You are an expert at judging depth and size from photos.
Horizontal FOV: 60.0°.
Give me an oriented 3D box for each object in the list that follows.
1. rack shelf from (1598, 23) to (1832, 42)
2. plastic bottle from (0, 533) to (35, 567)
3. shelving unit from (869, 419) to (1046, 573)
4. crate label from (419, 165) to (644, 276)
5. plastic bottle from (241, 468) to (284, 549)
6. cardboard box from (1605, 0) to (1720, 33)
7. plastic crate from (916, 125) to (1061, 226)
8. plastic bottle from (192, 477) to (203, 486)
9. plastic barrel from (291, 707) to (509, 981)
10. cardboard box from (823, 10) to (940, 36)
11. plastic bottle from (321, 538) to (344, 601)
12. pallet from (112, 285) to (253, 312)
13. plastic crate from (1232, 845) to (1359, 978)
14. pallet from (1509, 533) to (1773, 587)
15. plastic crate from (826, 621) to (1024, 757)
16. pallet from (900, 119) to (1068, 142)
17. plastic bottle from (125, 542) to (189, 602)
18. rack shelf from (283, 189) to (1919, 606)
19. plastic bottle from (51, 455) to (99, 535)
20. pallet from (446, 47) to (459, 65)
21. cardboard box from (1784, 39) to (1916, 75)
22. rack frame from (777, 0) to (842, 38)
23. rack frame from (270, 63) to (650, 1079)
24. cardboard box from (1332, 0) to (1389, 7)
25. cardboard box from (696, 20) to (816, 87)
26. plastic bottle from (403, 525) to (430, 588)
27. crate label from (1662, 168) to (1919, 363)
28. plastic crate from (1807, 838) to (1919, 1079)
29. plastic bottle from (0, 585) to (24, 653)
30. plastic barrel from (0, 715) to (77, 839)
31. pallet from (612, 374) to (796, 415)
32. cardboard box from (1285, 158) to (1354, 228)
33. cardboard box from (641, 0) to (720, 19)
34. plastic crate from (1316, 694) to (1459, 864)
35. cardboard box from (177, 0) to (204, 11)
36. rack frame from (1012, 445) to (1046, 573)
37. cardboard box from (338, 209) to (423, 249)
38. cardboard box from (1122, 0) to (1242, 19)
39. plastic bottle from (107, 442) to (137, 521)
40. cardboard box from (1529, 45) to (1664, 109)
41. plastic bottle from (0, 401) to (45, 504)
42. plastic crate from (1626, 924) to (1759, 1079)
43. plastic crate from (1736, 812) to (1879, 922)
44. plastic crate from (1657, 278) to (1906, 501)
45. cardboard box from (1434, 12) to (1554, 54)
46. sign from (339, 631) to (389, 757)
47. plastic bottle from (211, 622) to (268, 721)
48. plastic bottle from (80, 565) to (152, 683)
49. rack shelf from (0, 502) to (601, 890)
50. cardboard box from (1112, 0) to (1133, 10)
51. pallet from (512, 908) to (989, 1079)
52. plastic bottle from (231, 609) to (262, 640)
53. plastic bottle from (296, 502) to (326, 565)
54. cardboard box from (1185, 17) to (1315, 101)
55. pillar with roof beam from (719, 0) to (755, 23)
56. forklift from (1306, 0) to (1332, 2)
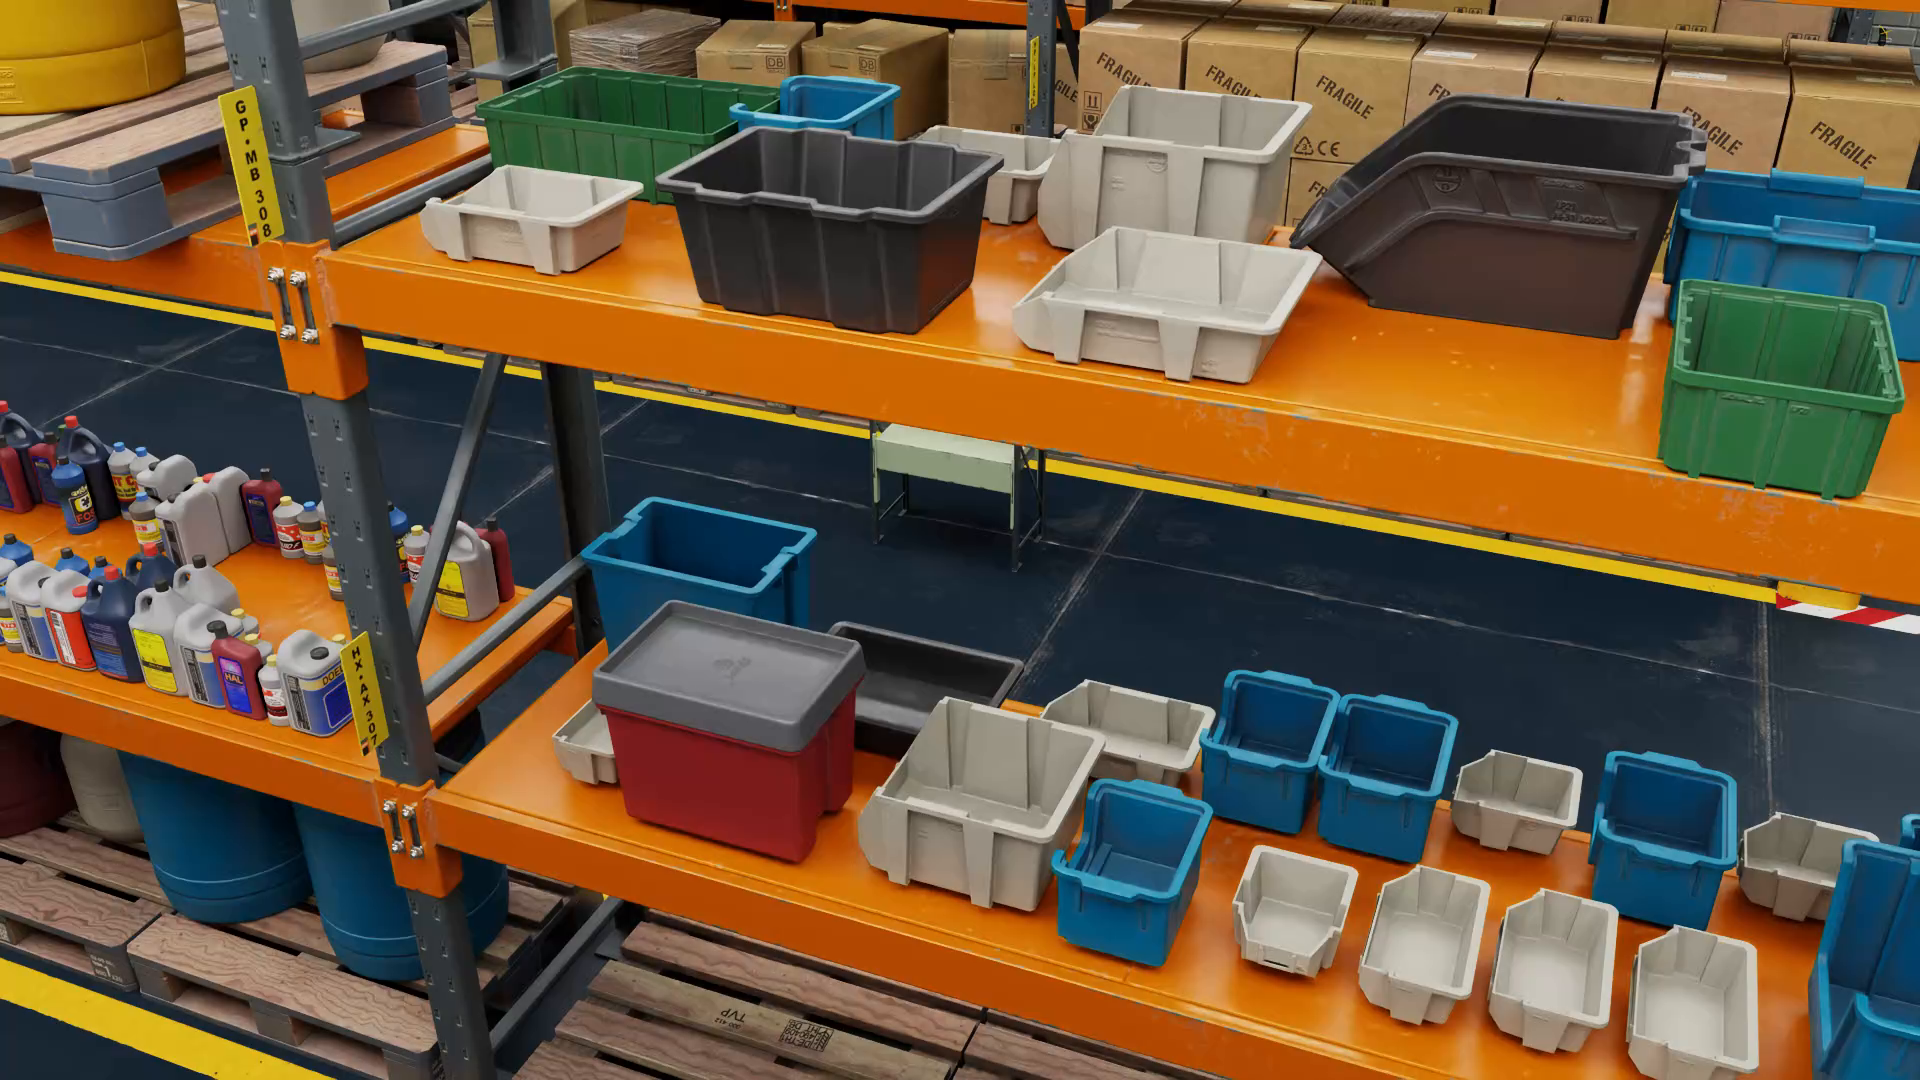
[{"bbox_3d":[4.274,-3.571,12.251,4.000,0.370,1.077,11,31,19],"label":"rack shelf"},{"bbox_3d":[-2.906,0.105,5.147,0.097,0.271,0.097,0,29,0],"label":"plastic bottle"},{"bbox_3d":[-0.006,-0.654,7.883,0.755,1.500,0.431,11,31,19],"label":"shelving unit"},{"bbox_3d":[-0.959,-0.706,3.670,0.466,0.136,0.293,11,31,19],"label":"crate label"},{"bbox_3d":[-2.306,-0.113,5.520,0.133,0.283,0.061,11,31,19],"label":"plastic bottle"},{"bbox_3d":[4.973,-3.864,11.733,0.700,0.700,0.980,11,31,19],"label":"cardboard box"},{"bbox_3d":[0.018,-0.866,3.954,0.466,0.136,0.293,11,31,19],"label":"plastic crate"},{"bbox_3d":[-2.544,-0.115,5.607,0.097,0.201,0.097,0,29,0],"label":"plastic bottle"},{"bbox_3d":[-1.801,0.885,5.341,0.708,0.901,0.600,11,31,19],"label":"plastic barrel"},{"bbox_3d":[-0.653,-4.045,14.117,0.750,0.750,0.750,11,31,18],"label":"cardboard box"},{"bbox_3d":[-1.958,0.083,5.257,0.097,0.201,0.097,0,29,0],"label":"plastic bottle"},{"bbox_3d":[-5.019,-1.917,11.428,1.213,0.211,1.003,11,31,19],"label":"pallet"},{"bbox_3d":[0.767,0.876,3.858,0.250,0.136,0.298,11,31,19],"label":"plastic crate"},{"bbox_3d":[3.459,-0.202,8.393,1.213,0.211,1.003,11,31,19],"label":"pallet"},{"bbox_3d":[-0.165,0.441,4.640,0.590,0.125,0.437,11,31,19],"label":"plastic crate"},{"bbox_3d":[-0.137,-2.109,9.128,1.213,0.211,1.003,11,31,19],"label":"pallet"},{"bbox_3d":[-2.396,0.164,4.962,0.185,0.351,0.144,11,31,19],"label":"plastic bottle"},{"bbox_3d":[0.550,-0.360,3.521,4.000,0.370,1.077,11,31,19],"label":"rack shelf"},{"bbox_3d":[-2.994,-0.159,5.613,0.097,0.271,0.097,0,29,0],"label":"plastic bottle"},{"bbox_3d":[-5.628,-4.628,16.224,1.213,0.211,1.003,11,31,19],"label":"pallet"},{"bbox_3d":[3.957,-1.936,7.509,0.500,0.500,0.500,12,32,21],"label":"cardboard box"},{"bbox_3d":[-1.285,-4.994,14.037,0.127,3.000,1.000,11,31,19],"label":"rack frame"},{"bbox_3d":[-1.304,0.263,4.736,0.127,3.000,1.000,11,31,19],"label":"rack frame"},{"bbox_3d":[2.918,-4.277,12.464,0.700,0.700,0.980,12,32,20],"label":"cardboard box"},{"bbox_3d":[-1.098,-2.520,9.131,0.500,0.500,0.700,4,30,6],"label":"cardboard box"},{"bbox_3d":[-1.720,0.049,5.316,0.097,0.201,0.097,0,29,0],"label":"plastic bottle"},{"bbox_3d":[1.669,-0.556,3.288,0.502,0.251,0.408,11,31,19],"label":"crate label"},{"bbox_3d":[2.022,0.985,3.363,0.499,0.435,0.616,11,31,19],"label":"plastic crate"},{"bbox_3d":[-2.839,0.229,4.998,0.097,0.201,0.097,0,29,0],"label":"plastic bottle"},{"bbox_3d":[-3.504,0.682,6.020,0.708,0.588,0.600,11,31,19],"label":"plastic barrel"},{"bbox_3d":[-1.340,-1.139,10.051,1.213,0.211,1.003,11,31,19],"label":"pallet"},{"bbox_3d":[1.870,-1.633,7.989,0.500,0.500,0.500,11,31,19],"label":"cardboard box"},{"bbox_3d":[-2.477,-4.667,14.790,0.500,0.250,0.500,12,32,20],"label":"cardboard box"},{"bbox_3d":[1.078,0.610,4.231,0.300,0.233,0.416,11,31,19],"label":"plastic crate"},{"bbox_3d":[-5.193,-3.179,10.724,0.500,0.500,0.500,11,31,19],"label":"cardboard box"},{"bbox_3d":[0.333,-0.586,7.763,0.023,1.500,0.400,11,31,19],"label":"rack frame"},{"bbox_3d":[-3.722,-1.949,10.448,0.500,0.311,0.500,12,32,20],"label":"cardboard box"},{"bbox_3d":[1.128,-2.498,8.504,0.500,0.500,0.500,11,31,19],"label":"cardboard box"},{"bbox_3d":[-2.850,-0.206,5.698,0.097,0.271,0.097,0,29,0],"label":"plastic bottle"},{"bbox_3d":[2.802,-1.877,7.405,0.500,0.500,0.500,12,32,20],"label":"cardboard box"},{"bbox_3d":[-3.284,-0.315,5.810,0.185,0.351,0.144,11,31,19],"label":"plastic bottle"},{"bbox_3d":[1.579,1.023,3.598,0.243,0.136,0.396,11,31,19],"label":"plastic crate"},{"bbox_3d":[2.032,0.799,3.995,0.298,0.136,0.250,11,31,19],"label":"plastic crate"},{"bbox_3d":[1.382,-0.263,2.834,0.336,0.188,0.450,11,31,19],"label":"plastic crate"},{"bbox_3d":[2.537,-2.218,8.007,0.500,0.500,0.500,11,31,19],"label":"cardboard box"},{"bbox_3d":[-1.512,0.393,4.225,0.005,0.325,0.100,11,31,19],"label":"sign"},{"bbox_3d":[-2.022,0.366,4.672,0.133,0.283,0.061,11,31,19],"label":"plastic bottle"},{"bbox_3d":[-2.450,0.229,4.846,0.185,0.351,0.144,11,31,19],"label":"plastic bottle"},{"bbox_3d":[-3.157,0.206,5.568,4.000,0.370,1.077,11,31,19],"label":"rack shelf"},{"bbox_3d":[1.269,-4.213,12.891,0.250,0.149,0.380,11,31,19],"label":"cardboard box"},{"bbox_3d":[-0.608,1.595,5.213,1.213,0.211,1.003,11,31,19],"label":"pallet"},{"bbox_3d":[-2.099,0.296,4.880,0.097,0.201,0.097,0,29,0],"label":"plastic bottle"},{"bbox_3d":[-2.116,-0.029,5.456,0.097,0.201,0.097,0,29,0],"label":"plastic bottle"},{"bbox_3d":[1.371,-2.163,7.911,0.500,0.500,0.500,10,31,18],"label":"cardboard box"},{"bbox_3d":[-3.783,-6.278,10.212,0.400,9.000,9.100,11,31,19],"label":"pillar with roof beam"},{"bbox_3d":[1.553,-3.134,10.816,3.031,2.935,1.130,20,35,31],"label":"forklift"}]
